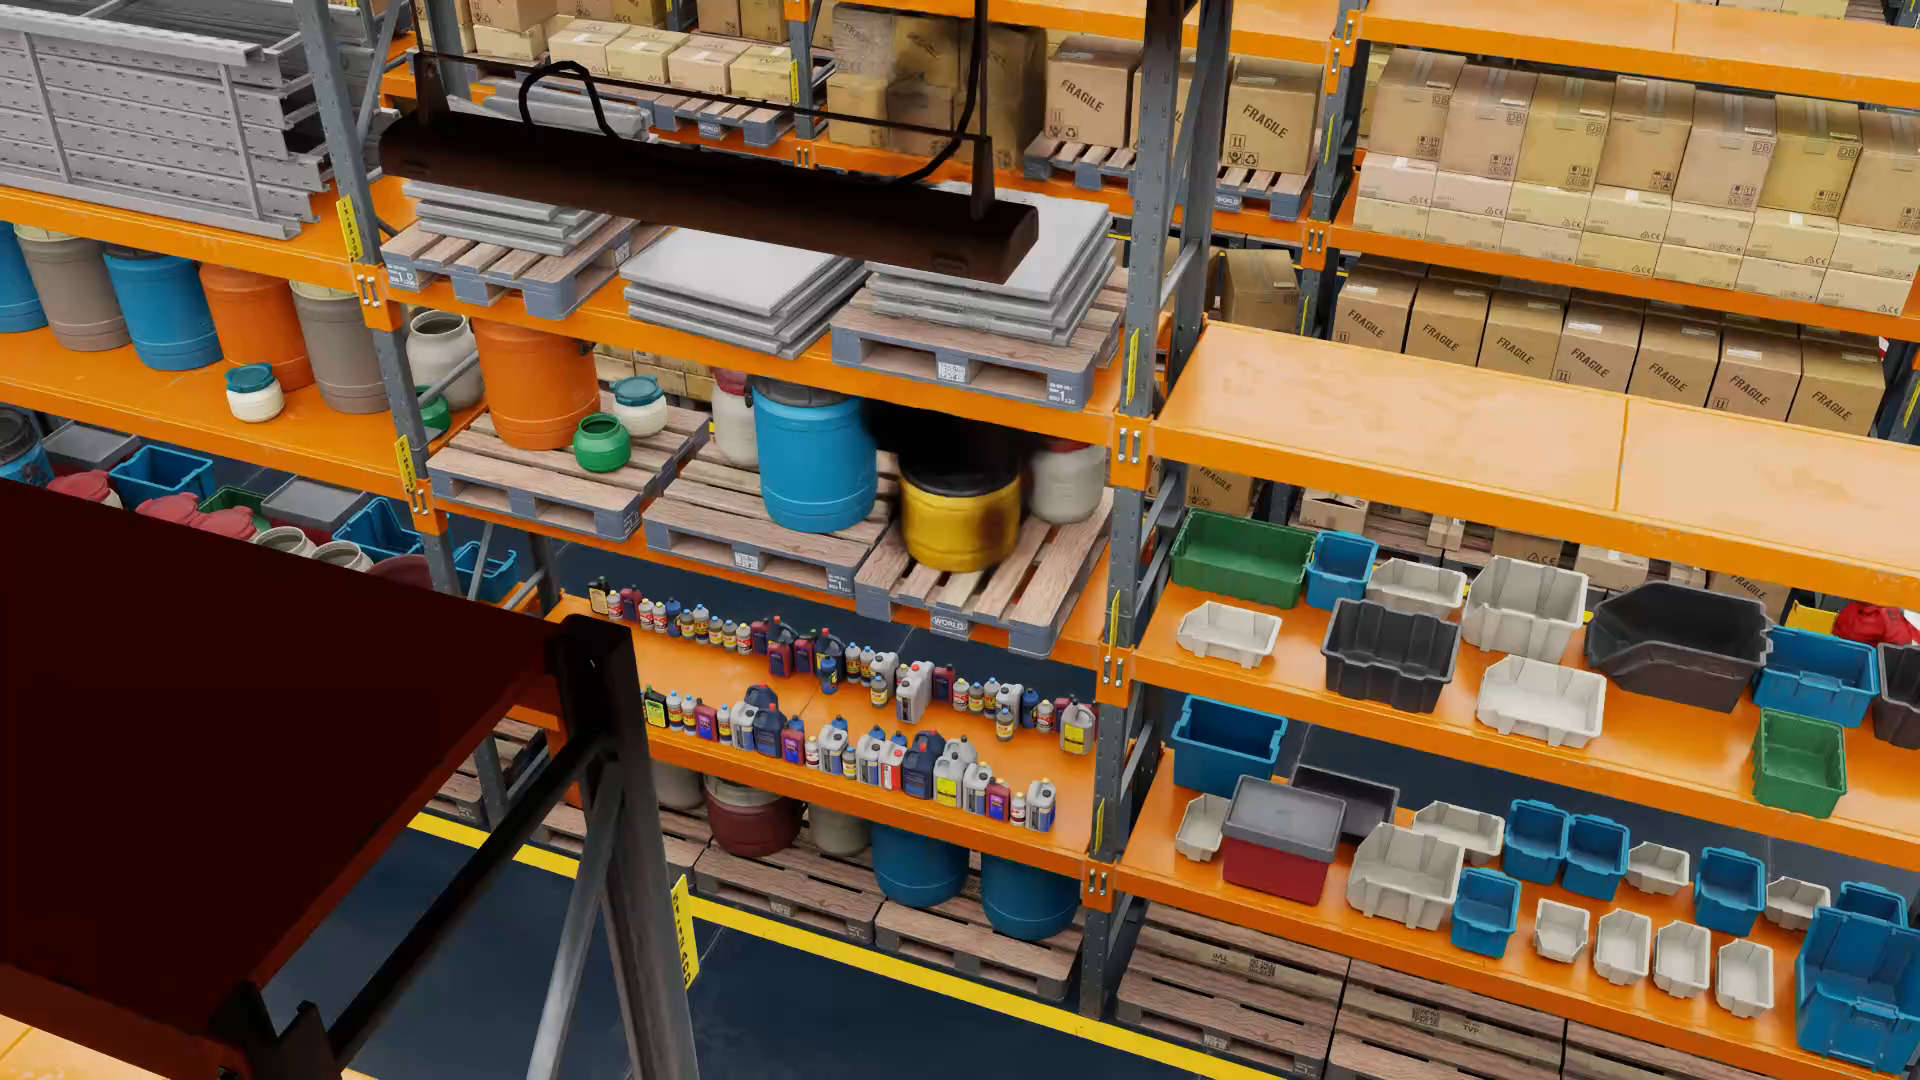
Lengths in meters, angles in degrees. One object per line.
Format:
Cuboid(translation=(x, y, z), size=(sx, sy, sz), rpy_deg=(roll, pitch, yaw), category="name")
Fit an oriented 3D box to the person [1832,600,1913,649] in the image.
Cuboid(translation=(5.866, 0.926, 10.797), size=(0.768, 1.720, 0.808), rpy_deg=(-5, 37, -7), category="person")
